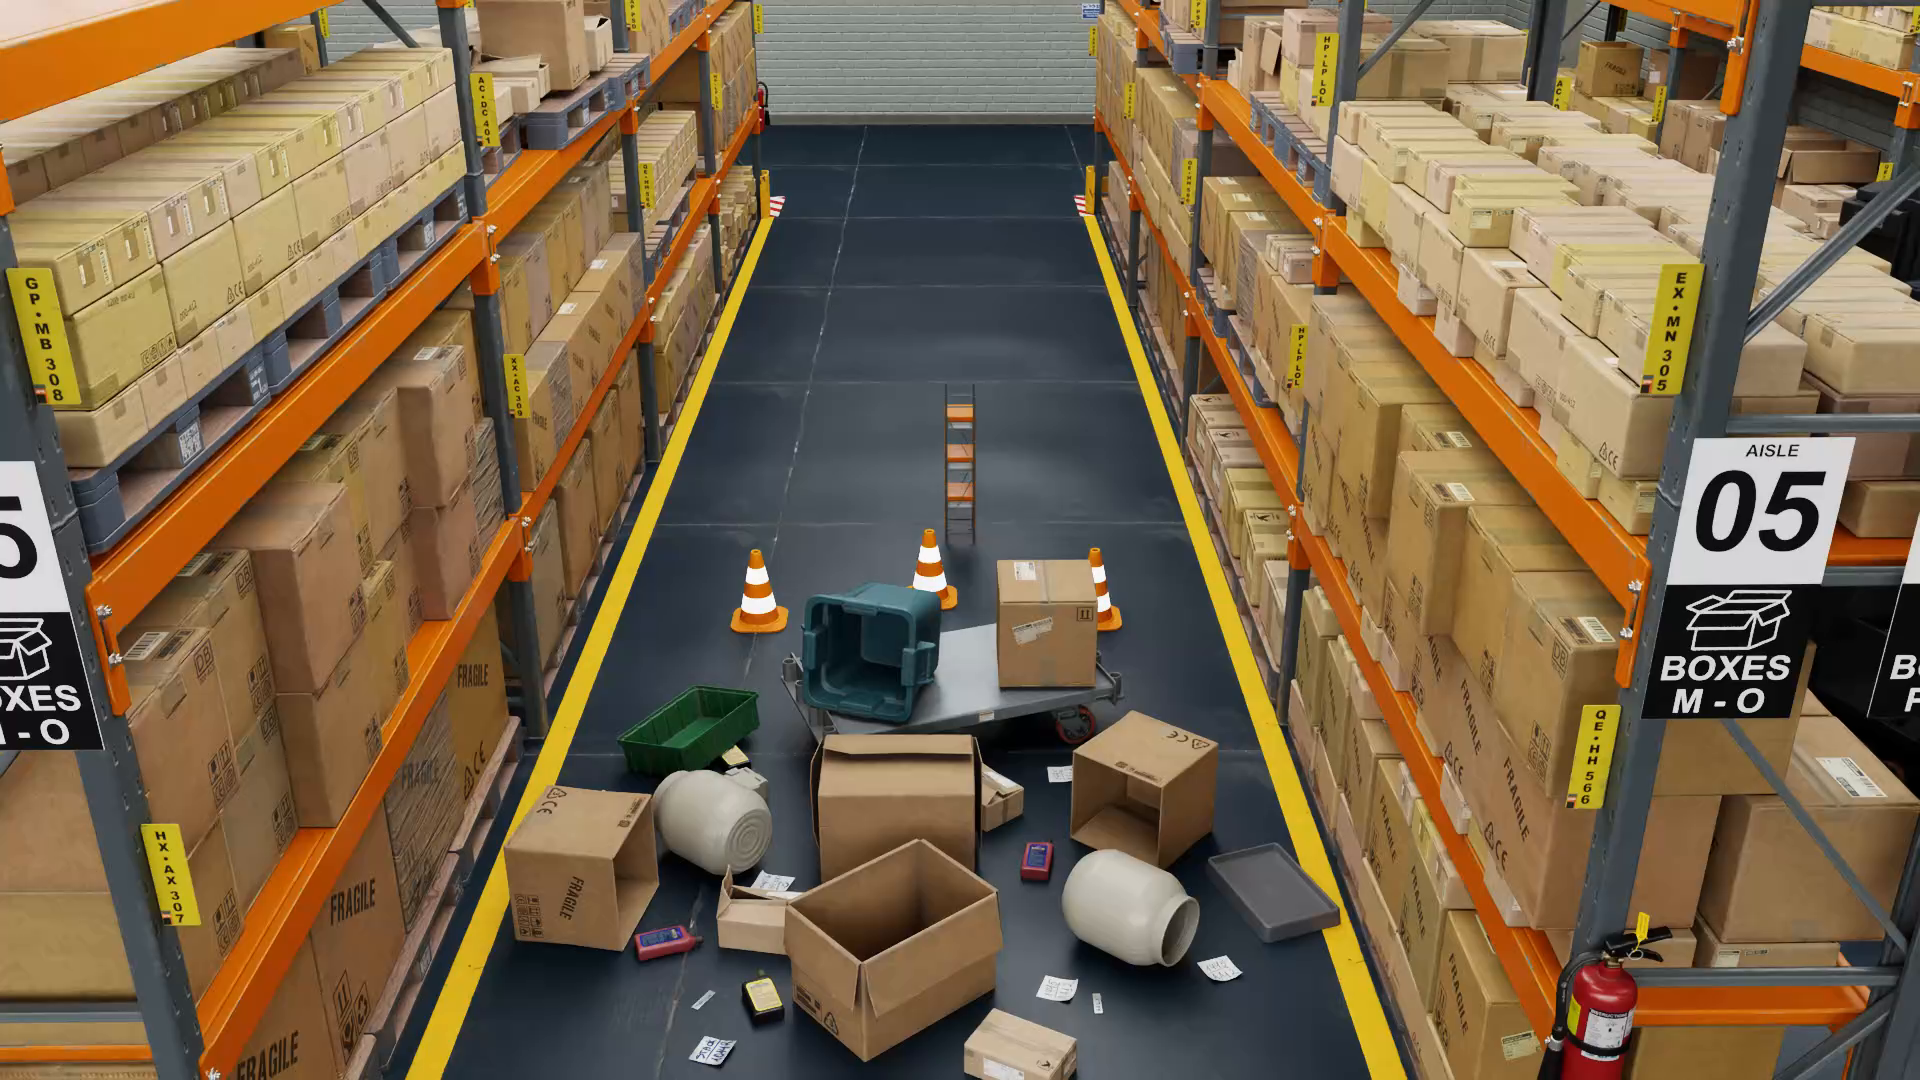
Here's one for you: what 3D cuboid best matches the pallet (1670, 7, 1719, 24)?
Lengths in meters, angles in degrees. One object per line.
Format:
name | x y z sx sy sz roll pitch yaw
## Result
pallet | 7.043 -4.712 14.617 1.213 0.211 1.003 0 24 -1

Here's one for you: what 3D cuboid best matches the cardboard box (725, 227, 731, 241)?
cardboard box | -2.601 -3.220 17.319 0.380 0.149 0.250 1 24 2

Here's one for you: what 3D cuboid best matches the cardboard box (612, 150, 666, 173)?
cardboard box | -2.590 -3.045 13.416 0.380 0.149 0.250 0 24 1

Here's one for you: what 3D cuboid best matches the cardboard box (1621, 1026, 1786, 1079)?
cardboard box | 2.541 1.645 5.891 0.500 0.500 0.500 -1 24 -2

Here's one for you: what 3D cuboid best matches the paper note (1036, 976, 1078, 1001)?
paper note | 0.414 1.895 7.037 0.148 0.019 0.142 8 26 18

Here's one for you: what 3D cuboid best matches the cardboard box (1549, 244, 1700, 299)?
cardboard box | 2.038 -0.802 5.080 0.380 0.149 0.250 0 24 0

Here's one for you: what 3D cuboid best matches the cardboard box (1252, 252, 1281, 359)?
cardboard box | 1.989 -1.359 9.622 0.500 0.500 0.500 1 24 1

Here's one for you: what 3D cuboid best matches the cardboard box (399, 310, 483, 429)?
cardboard box | -2.749 -0.724 7.719 0.875 0.550 0.550 0 24 -1

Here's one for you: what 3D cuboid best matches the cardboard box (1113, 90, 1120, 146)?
cardboard box | 1.851 -4.331 17.065 0.500 0.500 0.500 -1 24 -1

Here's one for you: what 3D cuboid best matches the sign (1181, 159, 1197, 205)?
sign | 1.631 -2.552 11.847 0.100 0.325 0.005 0 24 -1

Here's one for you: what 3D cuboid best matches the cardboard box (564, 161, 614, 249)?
cardboard box | -2.767 -2.280 11.318 0.700 0.500 0.500 0 24 -1

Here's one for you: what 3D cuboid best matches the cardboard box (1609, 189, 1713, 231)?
cardboard box | 2.488 -1.122 5.788 0.380 0.149 0.250 0 24 1

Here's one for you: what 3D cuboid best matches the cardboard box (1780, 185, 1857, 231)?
cardboard box | 6.815 -2.608 13.050 0.500 0.250 0.500 -1 24 -3

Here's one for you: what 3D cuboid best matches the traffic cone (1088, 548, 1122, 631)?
traffic cone | 0.817 0.271 10.089 0.336 0.463 0.334 0 24 -1

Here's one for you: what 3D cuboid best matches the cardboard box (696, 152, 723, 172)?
cardboard box | -2.482 -3.616 15.911 0.380 0.149 0.250 1 24 1

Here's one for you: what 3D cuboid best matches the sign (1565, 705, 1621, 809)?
sign | 1.718 0.591 4.515 0.100 0.325 0.005 0 24 -1

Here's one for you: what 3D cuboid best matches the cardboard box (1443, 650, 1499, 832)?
cardboard box | 1.991 0.658 5.672 0.500 0.500 0.500 0 24 0

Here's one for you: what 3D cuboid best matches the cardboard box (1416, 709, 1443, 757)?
cardboard box | 1.972 0.703 6.361 0.380 0.149 0.250 -1 24 -1

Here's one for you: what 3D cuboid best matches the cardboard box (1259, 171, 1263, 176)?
cardboard box | 2.426 -2.734 12.320 0.500 0.500 0.500 -1 24 -2

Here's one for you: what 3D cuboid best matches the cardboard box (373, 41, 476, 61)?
cardboard box | -2.958 -2.600 9.197 0.500 0.311 0.500 -1 24 -2

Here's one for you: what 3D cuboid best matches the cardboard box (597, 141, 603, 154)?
cardboard box | -3.249 -3.367 14.129 0.380 0.149 0.250 0 24 -1

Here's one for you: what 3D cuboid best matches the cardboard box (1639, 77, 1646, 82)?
cardboard box | 7.337 -5.015 18.519 0.500 0.250 0.500 0 24 0

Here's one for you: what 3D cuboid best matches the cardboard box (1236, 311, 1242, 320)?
cardboard box | 1.993 -1.528 10.785 0.380 0.149 0.250 1 24 3

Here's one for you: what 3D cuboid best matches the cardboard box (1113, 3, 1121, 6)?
cardboard box | 1.900 -5.866 18.459 0.380 0.149 0.250 0 24 1

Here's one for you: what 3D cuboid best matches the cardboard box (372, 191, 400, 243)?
cardboard box | -2.384 -1.238 6.382 0.380 0.149 0.250 0 24 0

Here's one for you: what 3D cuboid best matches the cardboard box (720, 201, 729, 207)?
cardboard box | -2.631 -3.461 17.491 0.380 0.149 0.250 -1 24 -3

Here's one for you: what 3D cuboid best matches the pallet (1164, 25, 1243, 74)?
pallet | 2.126 -3.574 12.101 1.213 0.211 1.003 1 24 2

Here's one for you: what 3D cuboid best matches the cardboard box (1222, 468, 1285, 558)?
cardboard box | 2.201 -0.173 10.671 0.950 0.372 0.625 1 24 1

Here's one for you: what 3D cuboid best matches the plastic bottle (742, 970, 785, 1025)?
plastic bottle | -0.834 1.907 6.960 0.133 0.061 0.283 -9 26 -19

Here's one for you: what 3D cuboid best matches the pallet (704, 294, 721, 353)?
pallet | -2.796 -2.021 15.463 1.003 0.211 1.213 0 24 -1

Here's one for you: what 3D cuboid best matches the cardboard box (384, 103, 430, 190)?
cardboard box | -2.451 -1.577 6.647 0.500 0.250 0.500 0 24 -1

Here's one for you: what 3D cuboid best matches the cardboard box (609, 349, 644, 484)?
cardboard box | -2.846 -0.879 11.775 1.050 0.750 0.750 -1 24 -1

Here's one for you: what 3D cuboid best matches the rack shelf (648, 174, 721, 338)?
rack shelf | -2.784 -2.461 13.924 1.077 0.370 4.000 0 24 -1

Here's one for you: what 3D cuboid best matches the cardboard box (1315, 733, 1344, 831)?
cardboard box | 1.984 1.146 7.904 0.500 0.250 0.500 1 24 2

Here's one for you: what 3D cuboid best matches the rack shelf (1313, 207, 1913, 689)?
rack shelf | 2.252 -0.595 6.158 1.077 0.370 4.000 0 24 -1

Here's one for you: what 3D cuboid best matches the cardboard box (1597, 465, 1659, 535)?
cardboard box | 1.990 -0.130 4.562 0.380 0.149 0.250 0 24 0

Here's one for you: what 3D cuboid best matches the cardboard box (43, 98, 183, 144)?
cardboard box | -3.039 -1.493 5.977 0.380 0.149 0.250 0 24 -1

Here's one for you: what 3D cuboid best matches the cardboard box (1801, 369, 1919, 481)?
cardboard box | 2.535 -0.374 4.618 0.500 0.250 0.500 -1 24 -2

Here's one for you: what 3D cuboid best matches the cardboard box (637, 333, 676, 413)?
cardboard box | -2.515 -1.309 13.029 0.500 0.500 0.500 -1 24 -3

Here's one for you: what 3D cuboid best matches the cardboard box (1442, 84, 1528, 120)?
cardboard box | 2.625 -2.112 8.313 0.500 0.250 0.500 -1 24 -2

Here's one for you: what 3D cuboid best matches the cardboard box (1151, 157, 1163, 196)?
cardboard box | 1.886 -3.022 13.868 0.500 0.250 0.500 -1 24 -2

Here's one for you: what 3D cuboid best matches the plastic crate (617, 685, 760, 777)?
plastic crate | -1.407 1.005 8.731 0.450 0.188 0.662 3 22 31

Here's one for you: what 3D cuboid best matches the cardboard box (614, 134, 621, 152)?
cardboard box | -3.257 -3.554 14.902 0.380 0.149 0.250 -1 24 -2

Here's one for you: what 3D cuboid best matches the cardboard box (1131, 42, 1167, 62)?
cardboard box | 1.821 -4.599 15.656 0.380 0.149 0.250 -1 24 -2

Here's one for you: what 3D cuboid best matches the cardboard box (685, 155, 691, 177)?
cardboard box | -2.599 -3.317 14.739 0.380 0.149 0.250 0 24 -1

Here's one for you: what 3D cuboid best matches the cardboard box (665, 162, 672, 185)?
cardboard box | -2.589 -3.019 13.719 0.380 0.149 0.250 1 24 1

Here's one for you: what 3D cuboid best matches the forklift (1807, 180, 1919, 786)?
forklift | 5.050 -0.260 8.269 1.130 2.935 3.031 -10 26 -21

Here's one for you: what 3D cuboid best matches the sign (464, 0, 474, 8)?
sign | -3.305 -3.565 11.225 0.100 0.325 0.005 0 24 -1

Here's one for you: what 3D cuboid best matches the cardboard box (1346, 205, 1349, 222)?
cardboard box | 1.986 -1.501 7.594 0.380 0.149 0.250 -1 24 -1

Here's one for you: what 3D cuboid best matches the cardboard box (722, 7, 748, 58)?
cardboard box | -2.590 -5.501 18.078 0.500 0.500 0.500 -1 24 -2

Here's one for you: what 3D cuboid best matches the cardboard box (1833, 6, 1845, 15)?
cardboard box | 6.945 -4.098 12.728 0.380 0.149 0.250 0 24 0

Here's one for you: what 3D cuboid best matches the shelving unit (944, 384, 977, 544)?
shelving unit | -0.001 -0.500 11.082 0.215 1.050 0.252 0 24 -1

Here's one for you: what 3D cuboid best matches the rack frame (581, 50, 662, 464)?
rack frame | -2.762 -1.964 11.953 1.000 3.000 0.127 0 24 -1

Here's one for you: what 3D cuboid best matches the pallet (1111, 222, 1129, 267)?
pallet | 2.196 -3.224 18.121 1.003 0.211 1.213 0 24 -1

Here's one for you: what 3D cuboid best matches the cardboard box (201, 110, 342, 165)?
cardboard box | -2.379 -1.394 5.757 0.380 0.149 0.250 0 24 0
